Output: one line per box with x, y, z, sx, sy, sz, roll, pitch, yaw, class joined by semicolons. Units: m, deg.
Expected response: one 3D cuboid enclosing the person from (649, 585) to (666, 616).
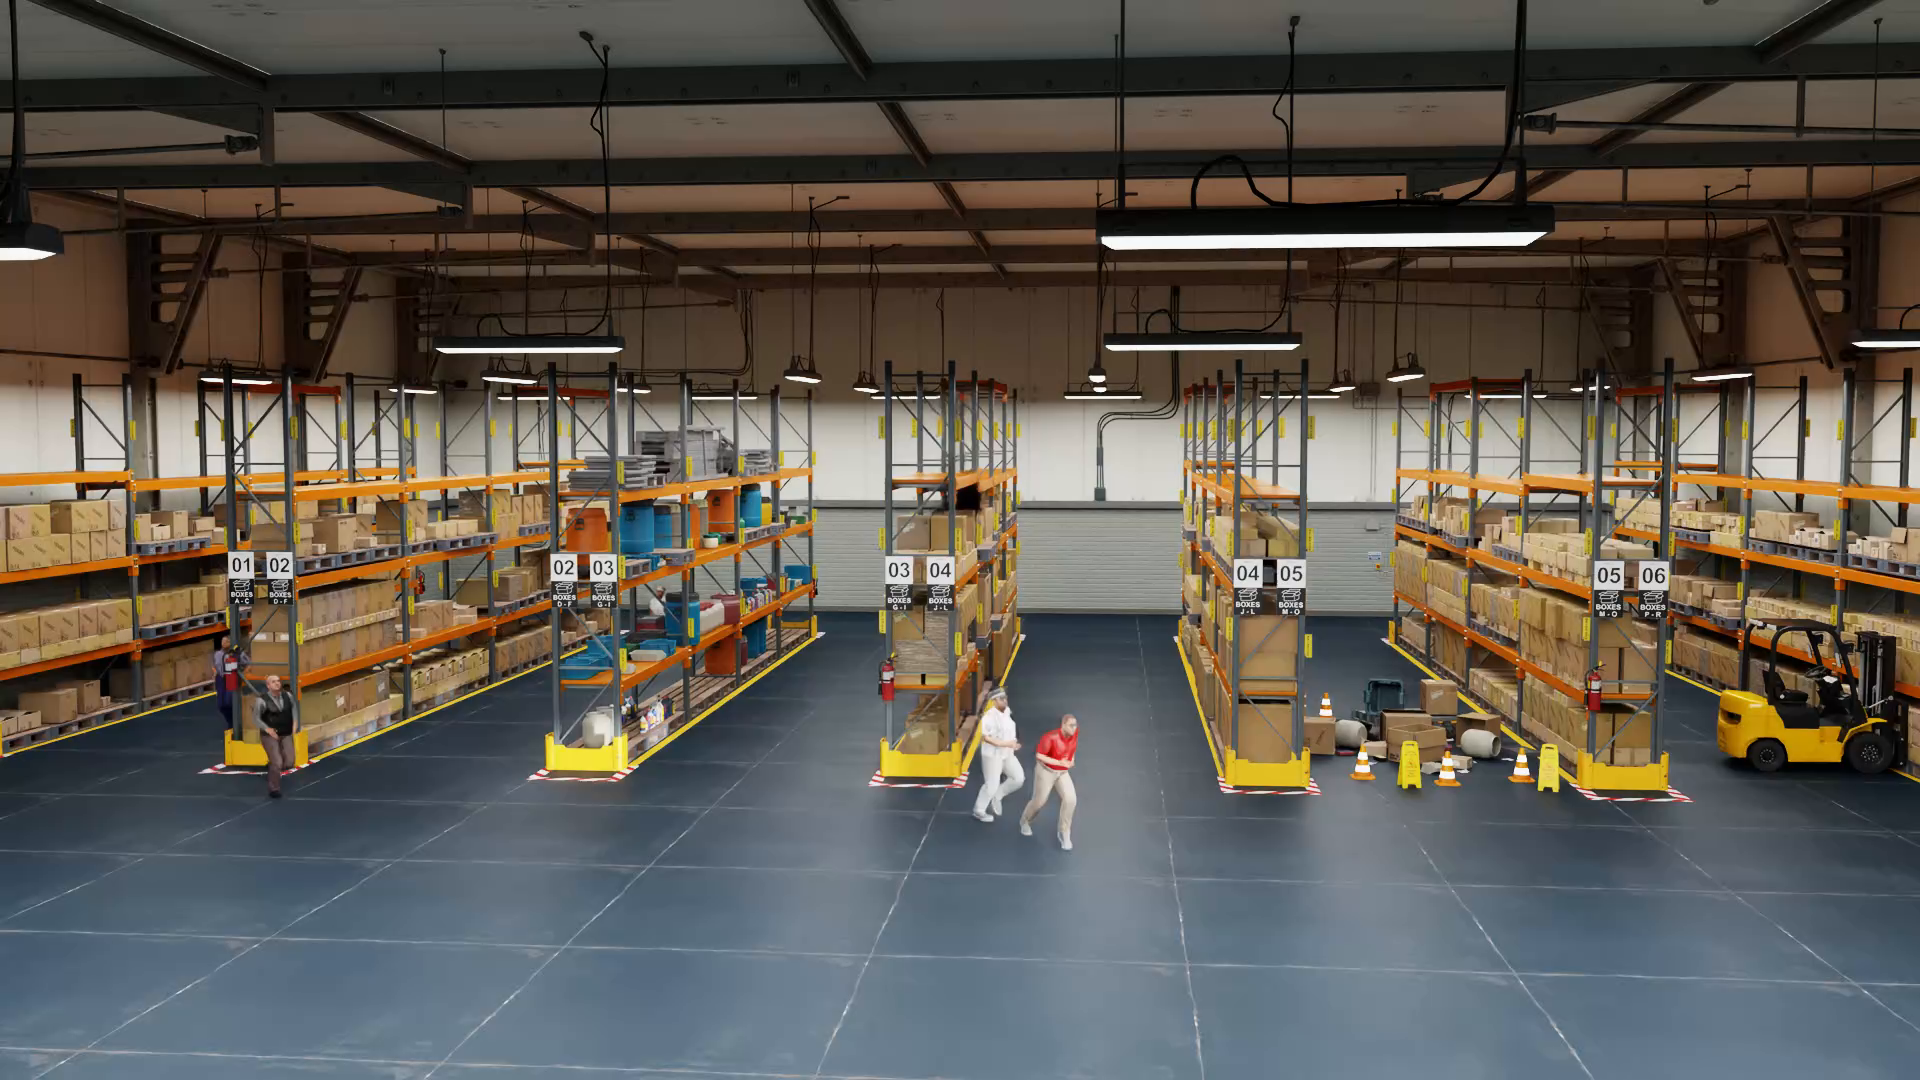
-6.494;1.806;35.946;0.542;1.663;0.573;0;4;1;person

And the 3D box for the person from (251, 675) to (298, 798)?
-9.340;2.673;22.717;0.646;1.688;0.677;3;5;41;person

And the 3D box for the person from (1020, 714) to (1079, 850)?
1.098;2.898;20.161;0.707;1.695;1.017;-3;5;-36;person

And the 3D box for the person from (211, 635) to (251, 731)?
-12.128;2.383;27.540;0.591;1.609;0.577;0;4;5;person

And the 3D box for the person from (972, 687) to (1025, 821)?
0.530;2.730;21.245;0.768;1.736;0.683;3;5;42;person
